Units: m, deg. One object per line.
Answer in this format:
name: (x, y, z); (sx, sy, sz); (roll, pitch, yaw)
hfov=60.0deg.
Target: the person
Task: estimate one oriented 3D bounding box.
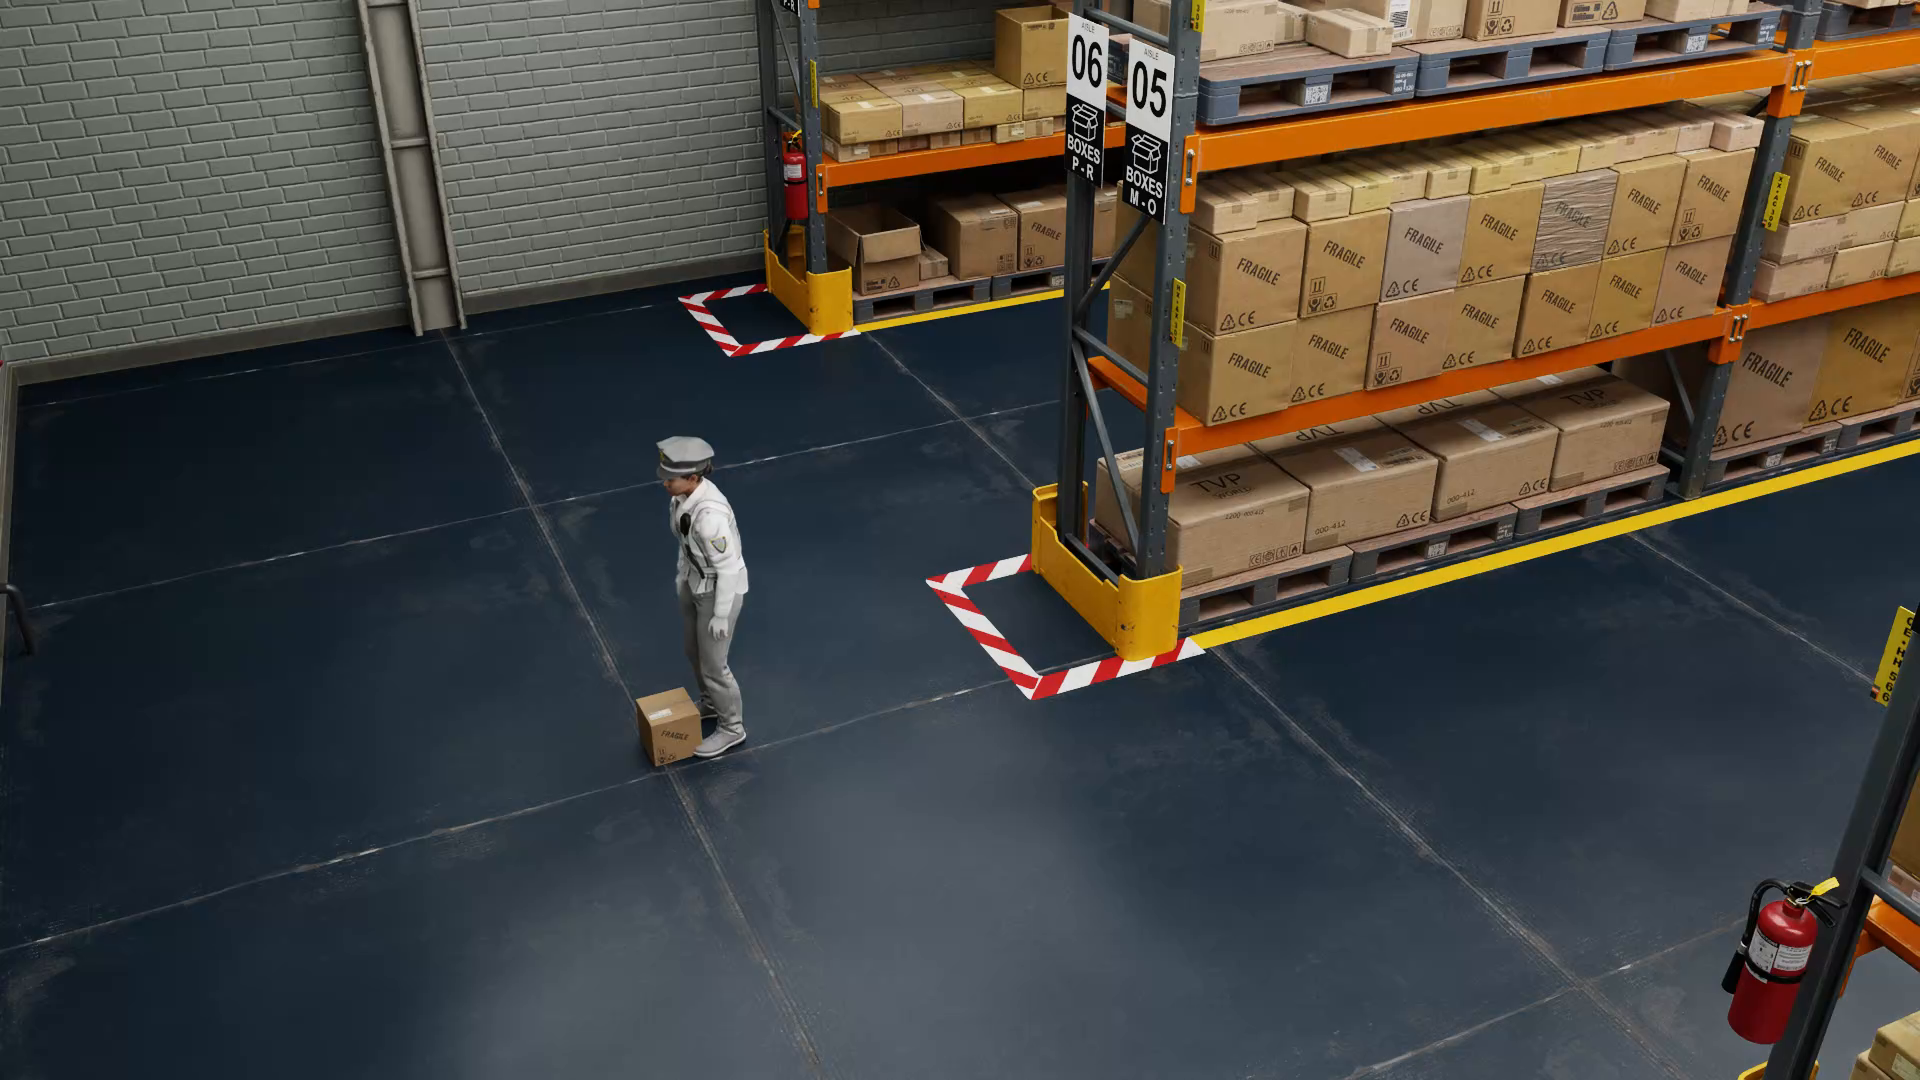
person: (-1.221, 0.259, 7.986); (0.376, 1.662, 0.543); (-15, 33, -25)
